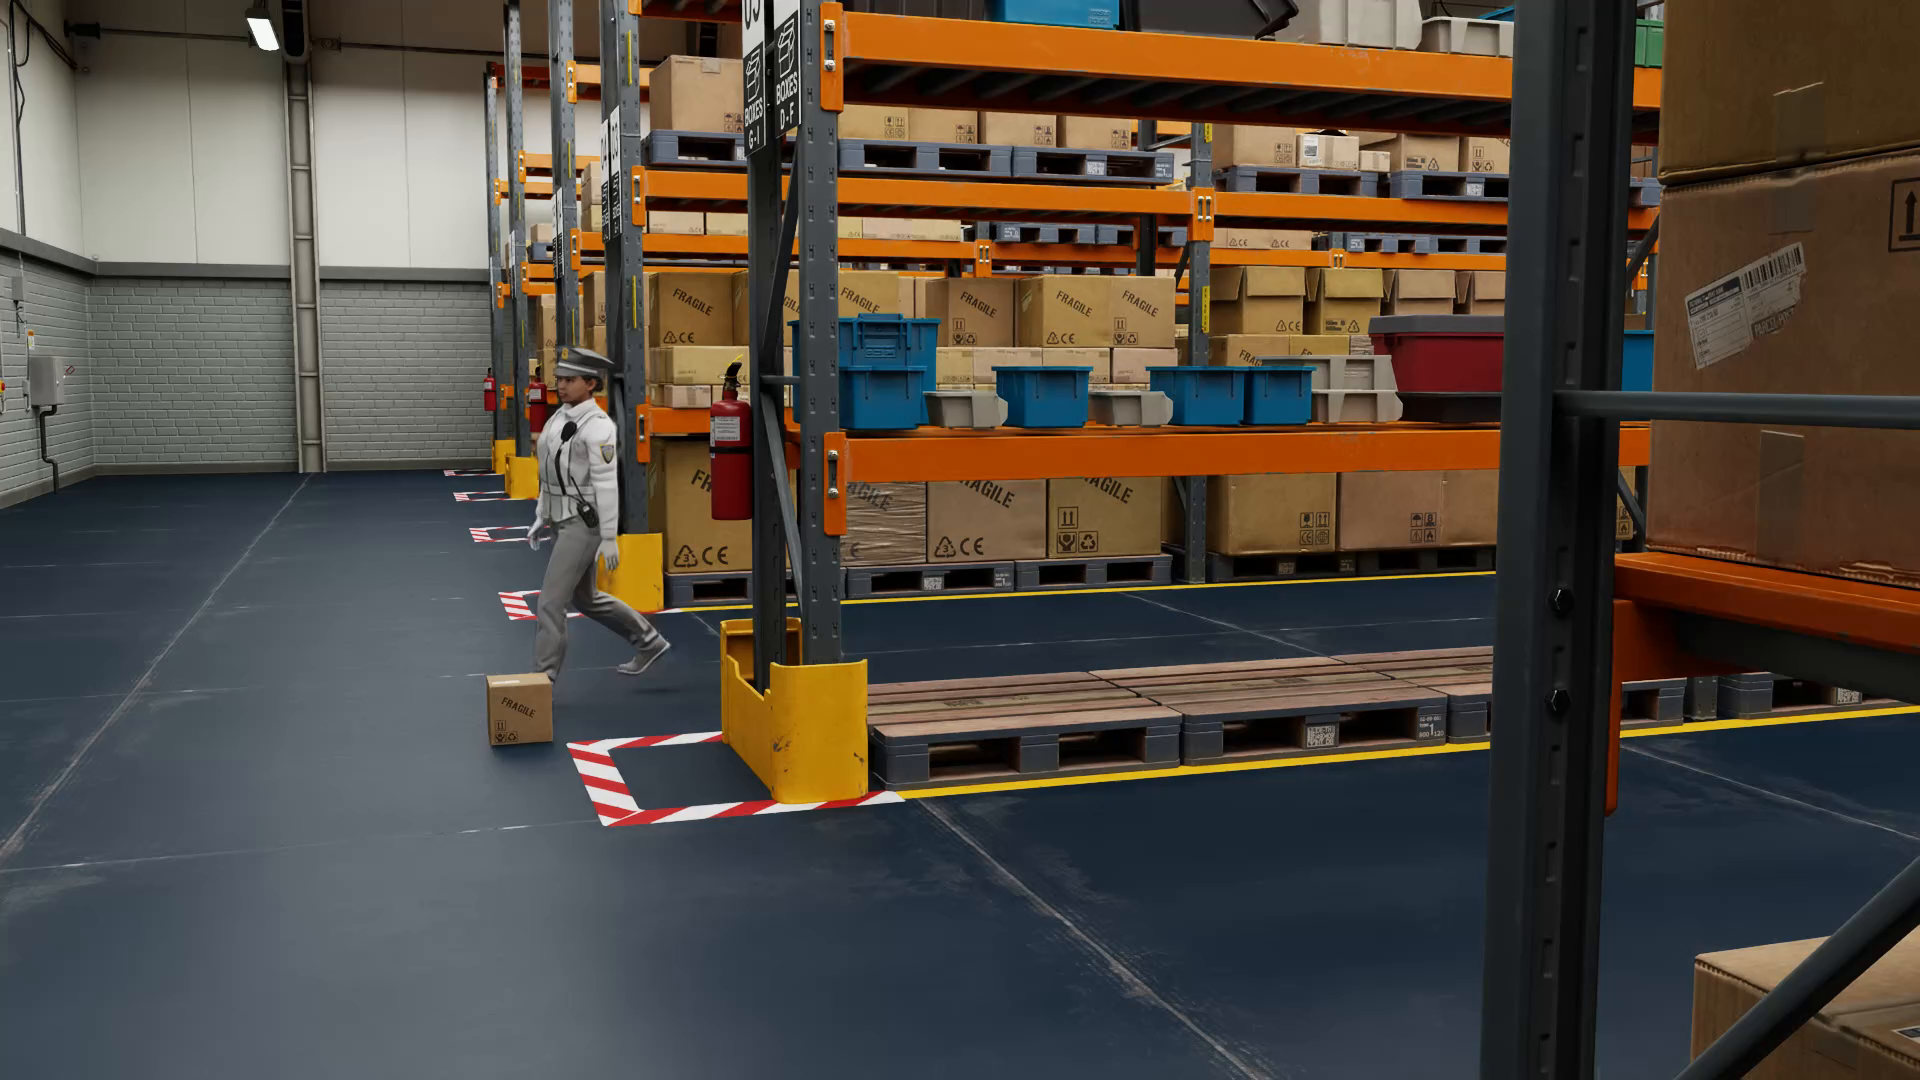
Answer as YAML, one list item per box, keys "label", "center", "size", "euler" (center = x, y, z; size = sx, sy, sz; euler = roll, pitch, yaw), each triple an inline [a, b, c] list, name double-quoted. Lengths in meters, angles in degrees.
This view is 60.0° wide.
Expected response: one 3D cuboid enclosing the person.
- label: "person"
  center: [-1.730, -0.070, 7.679]
  size: [0.907, 1.639, 0.545]
  euler: [-4, 7, -35]
